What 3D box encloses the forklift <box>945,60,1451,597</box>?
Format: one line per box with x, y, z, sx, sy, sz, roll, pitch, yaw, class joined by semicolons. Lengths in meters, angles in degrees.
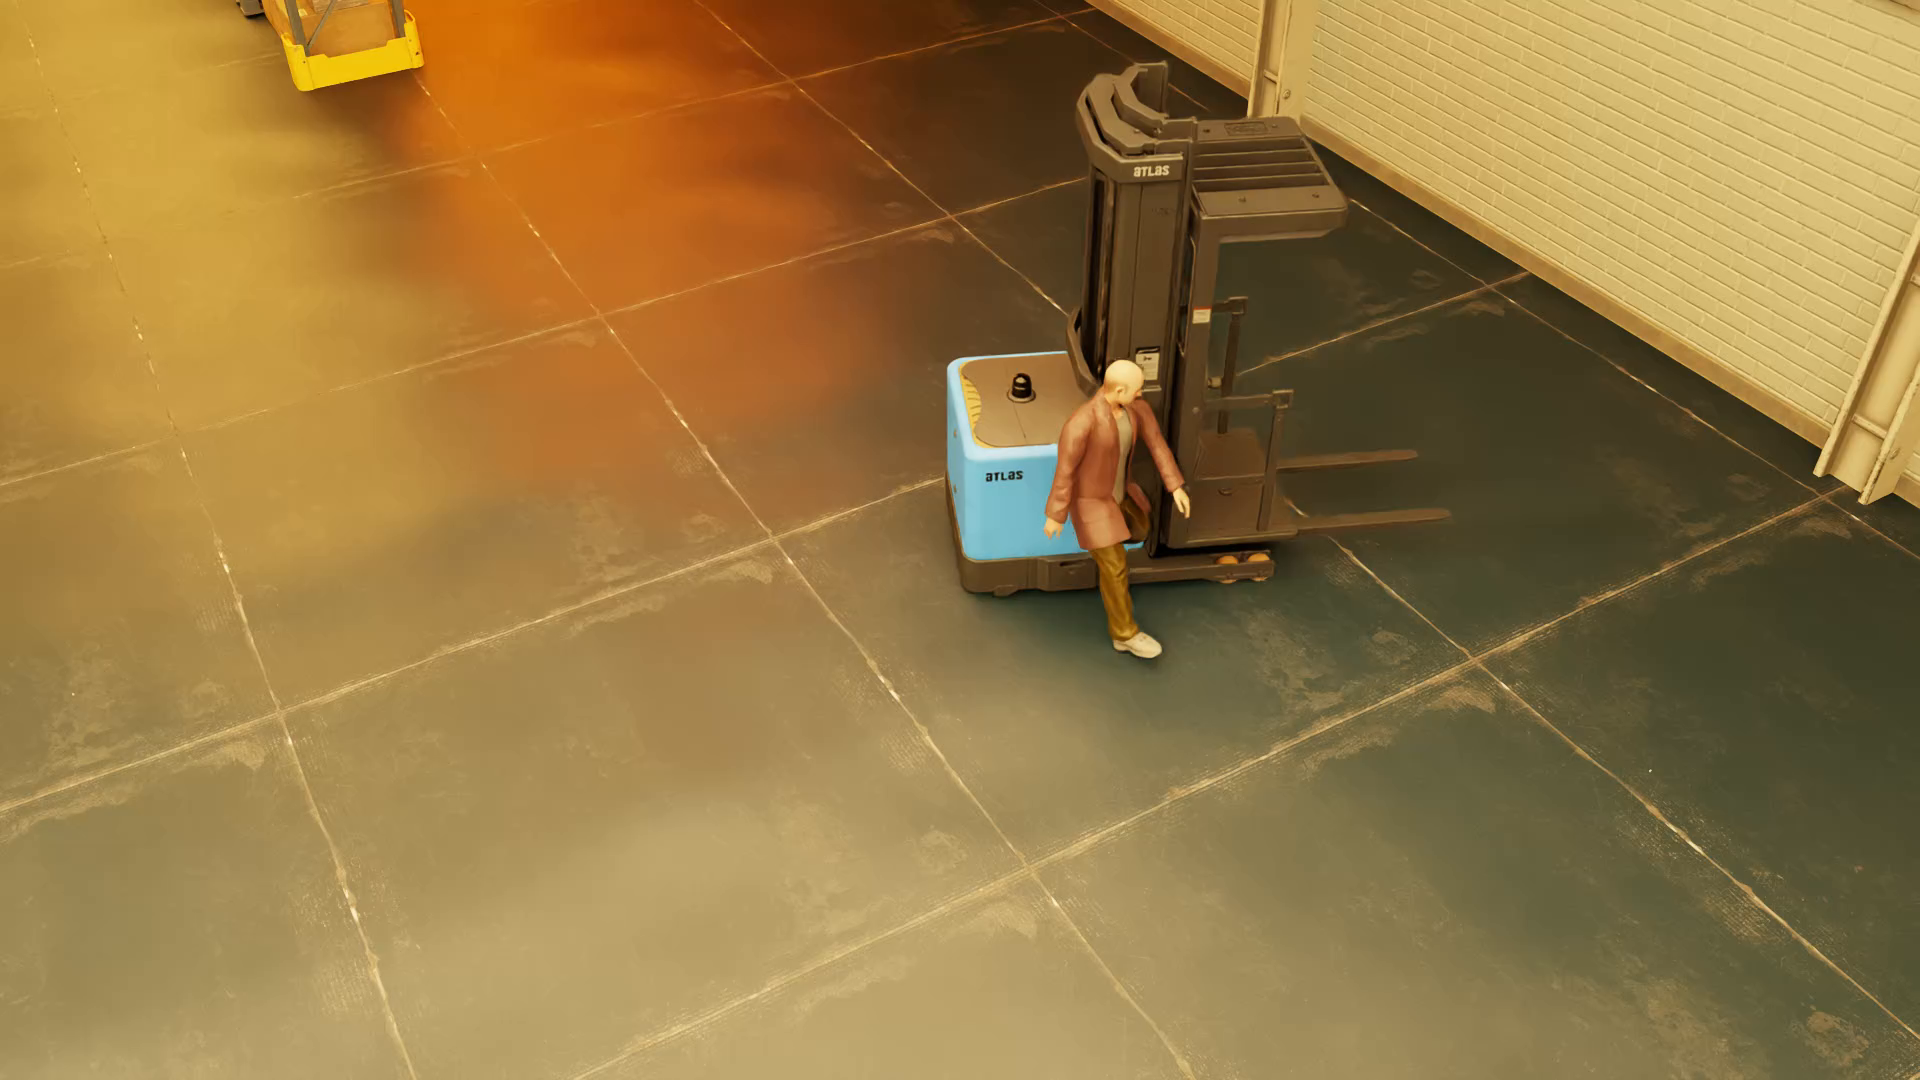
1.463;-1.200;9.483;3.031;2.935;1.130;-4;40;-5;forklift

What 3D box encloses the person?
0.876;-0.206;9.251;0.991;1.703;0.799;28;47;29;person
